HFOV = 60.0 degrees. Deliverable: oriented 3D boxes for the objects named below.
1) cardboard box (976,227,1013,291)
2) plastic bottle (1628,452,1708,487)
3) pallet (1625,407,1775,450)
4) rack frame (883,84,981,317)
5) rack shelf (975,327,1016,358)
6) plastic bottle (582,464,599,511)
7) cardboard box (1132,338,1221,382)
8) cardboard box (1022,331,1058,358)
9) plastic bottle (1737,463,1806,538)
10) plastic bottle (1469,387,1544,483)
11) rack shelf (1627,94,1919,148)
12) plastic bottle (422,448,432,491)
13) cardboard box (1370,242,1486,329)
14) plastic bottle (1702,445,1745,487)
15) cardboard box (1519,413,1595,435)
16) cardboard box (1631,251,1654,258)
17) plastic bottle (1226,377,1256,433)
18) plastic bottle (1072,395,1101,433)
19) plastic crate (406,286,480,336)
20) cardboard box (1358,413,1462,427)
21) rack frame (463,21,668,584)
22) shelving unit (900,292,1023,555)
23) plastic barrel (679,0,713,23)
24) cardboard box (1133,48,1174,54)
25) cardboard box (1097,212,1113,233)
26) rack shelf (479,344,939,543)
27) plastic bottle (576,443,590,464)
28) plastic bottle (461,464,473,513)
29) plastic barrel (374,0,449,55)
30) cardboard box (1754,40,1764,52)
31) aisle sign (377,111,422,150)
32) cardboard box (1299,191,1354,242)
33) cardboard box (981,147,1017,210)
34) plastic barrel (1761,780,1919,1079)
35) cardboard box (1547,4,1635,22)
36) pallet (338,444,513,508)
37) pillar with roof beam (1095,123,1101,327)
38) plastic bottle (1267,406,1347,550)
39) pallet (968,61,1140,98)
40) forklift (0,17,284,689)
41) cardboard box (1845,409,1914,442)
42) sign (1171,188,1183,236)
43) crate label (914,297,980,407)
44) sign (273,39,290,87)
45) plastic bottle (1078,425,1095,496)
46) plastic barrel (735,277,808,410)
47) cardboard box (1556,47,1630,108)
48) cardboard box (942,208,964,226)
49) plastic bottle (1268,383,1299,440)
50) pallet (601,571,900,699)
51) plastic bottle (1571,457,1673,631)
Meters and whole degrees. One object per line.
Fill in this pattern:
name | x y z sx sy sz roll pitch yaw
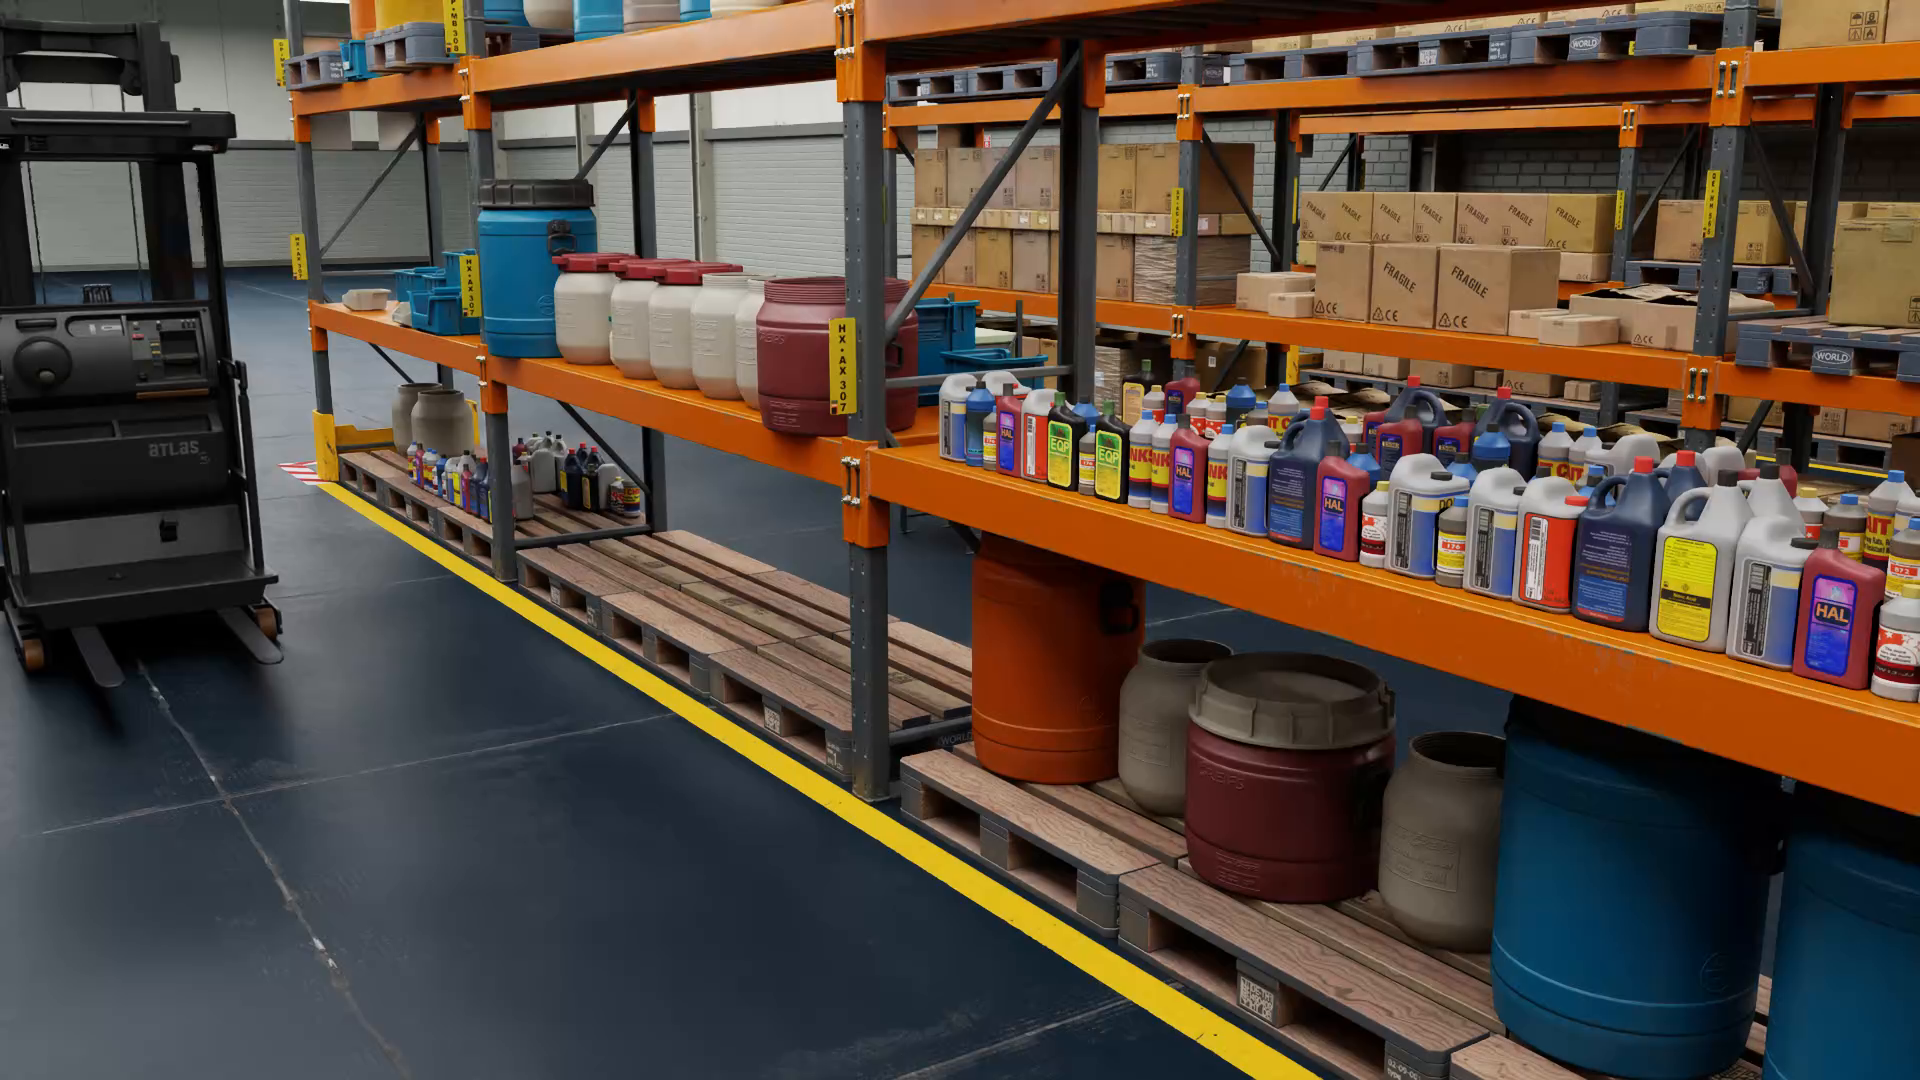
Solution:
cardboard box | 0.562 -2.369 13.941 0.700 0.500 0.500 -8 15 -32
plastic bottle | 1.693 -0.081 3.999 0.152 0.276 0.135 -8 15 -33
pallet | 6.519 -0.962 14.266 1.003 0.211 1.213 -8 15 -33
rack frame | -0.252 -2.587 15.170 1.000 3.000 0.127 -8 15 -33
rack shelf | -0.004 -1.115 10.124 0.431 0.370 0.720 -8 15 -33
plastic bottle | -2.263 -0.328 10.168 0.061 0.283 0.133 -8 15 -33
cardboard box | 1.685 -1.311 13.034 0.500 0.500 0.500 -8 15 -33
cardboard box | 0.689 -1.426 13.560 0.500 0.500 0.500 -8 15 -33
plastic bottle | 1.610 0.015 3.386 0.144 0.351 0.185 -8 15 -33
plastic bottle | 1.498 -0.240 4.552 0.144 0.351 0.185 -8 15 -33
rack shelf | 7.195 -3.221 12.731 1.077 0.370 4.000 -8 15 -33
plastic bottle | -3.442 -0.463 10.814 0.097 0.271 0.097 0 12 0
cardboard box | 2.946 -1.603 10.437 0.500 0.500 0.500 -8 15 -33
plastic bottle | 1.819 -0.099 4.081 0.152 0.276 0.135 -8 15 -33
cardboard box | 3.556 -0.611 10.276 0.500 0.311 0.500 -9 15 -34
cardboard box | 6.005 -2.508 15.113 0.500 0.250 0.500 -8 15 -32
plastic bottle | 0.919 -0.396 5.451 0.097 0.271 0.097 0 12 0
plastic bottle | 0.374 -0.301 5.020 0.097 0.271 0.097 0 12 0
plastic crate | -3.000 -1.382 10.007 0.499 0.251 0.616 -8 15 -33
cardboard box | 2.839 -0.635 10.385 0.500 0.311 0.500 -8 14 -31
rack frame | -2.161 -1.290 9.239 1.000 3.000 0.127 -8 15 -33
shelving unit | -0.004 -0.734 10.207 0.431 1.500 0.755 -8 15 -33
plastic barrel | -0.974 -2.703 7.505 0.600 0.901 0.708 -8 15 -33
cardboard box | 1.606 -3.788 12.537 0.500 0.311 0.500 -9 15 -36
cardboard box | 1.207 -2.401 12.569 0.380 0.149 0.250 -8 15 -33
rack shelf | -1.053 -0.583 7.689 1.077 0.370 4.000 -8 15 -33
plastic bottle | -2.367 -0.437 10.509 0.144 0.351 0.185 -9 15 -35
plastic bottle | -2.989 -0.316 10.115 0.061 0.283 0.133 -7 14 -29
plastic barrel | -3.640 -3.576 11.248 0.600 0.588 0.600 0 12 0
cardboard box | 6.664 -3.873 13.256 0.500 0.311 0.500 -8 14 -31
aisle sign | -4.170 -3.319 12.433 0.394 0.787 0.004 -8 15 -33
cardboard box | 3.885 -3.356 17.237 0.500 0.500 0.500 -8 15 -33
cardboard box | 0.602 -2.993 13.756 0.700 0.500 0.500 -8 15 -33
plastic barrel | 1.984 0.854 3.363 0.600 0.901 0.708 -8 15 -33
cardboard box | 3.577 -2.926 9.069 0.500 0.250 0.500 -8 14 -31
pallet | -3.850 -0.486 12.090 1.003 0.211 1.213 -8 15 -33
pillar with roof beam | -1.930 -6.640 19.661 9.100 9.000 0.400 -8 15 -33
plastic bottle | 0.879 -0.164 4.204 0.144 0.351 0.185 -8 15 -33
pallet | 0.799 -3.663 13.276 1.003 0.211 1.213 -8 15 -33
forklift | -3.958 -0.936 7.779 1.130 2.935 3.031 -8 15 -32
cardboard box | 7.373 -1.057 12.996 0.700 0.500 0.500 -8 15 -33
sign | 1.504 -2.271 11.514 0.100 0.325 0.005 -8 15 -33
crate label | -0.270 -0.804 6.936 0.502 0.435 0.616 -8 15 -33
sign | -4.838 -3.407 11.876 0.100 0.325 0.005 -8 15 -33
plastic bottle | 0.398 -0.236 4.886 0.097 0.201 0.097 0 12 0
plastic barrel | -0.693 -0.791 6.695 0.421 0.512 0.421 0 12 0
cardboard box | 5.600 -4.047 14.546 0.500 0.500 0.500 -8 14 -31
cardboard box | 0.072 -2.766 14.237 0.380 0.149 0.250 -8 15 -33
plastic bottle | 1.027 -0.361 5.293 0.097 0.271 0.097 0 12 0
pallet | -1.014 0.425 7.926 1.003 0.211 1.213 -8 15 -33
plastic bottle | 1.387 -0.001 3.458 0.144 0.351 0.185 -8 15 -33
